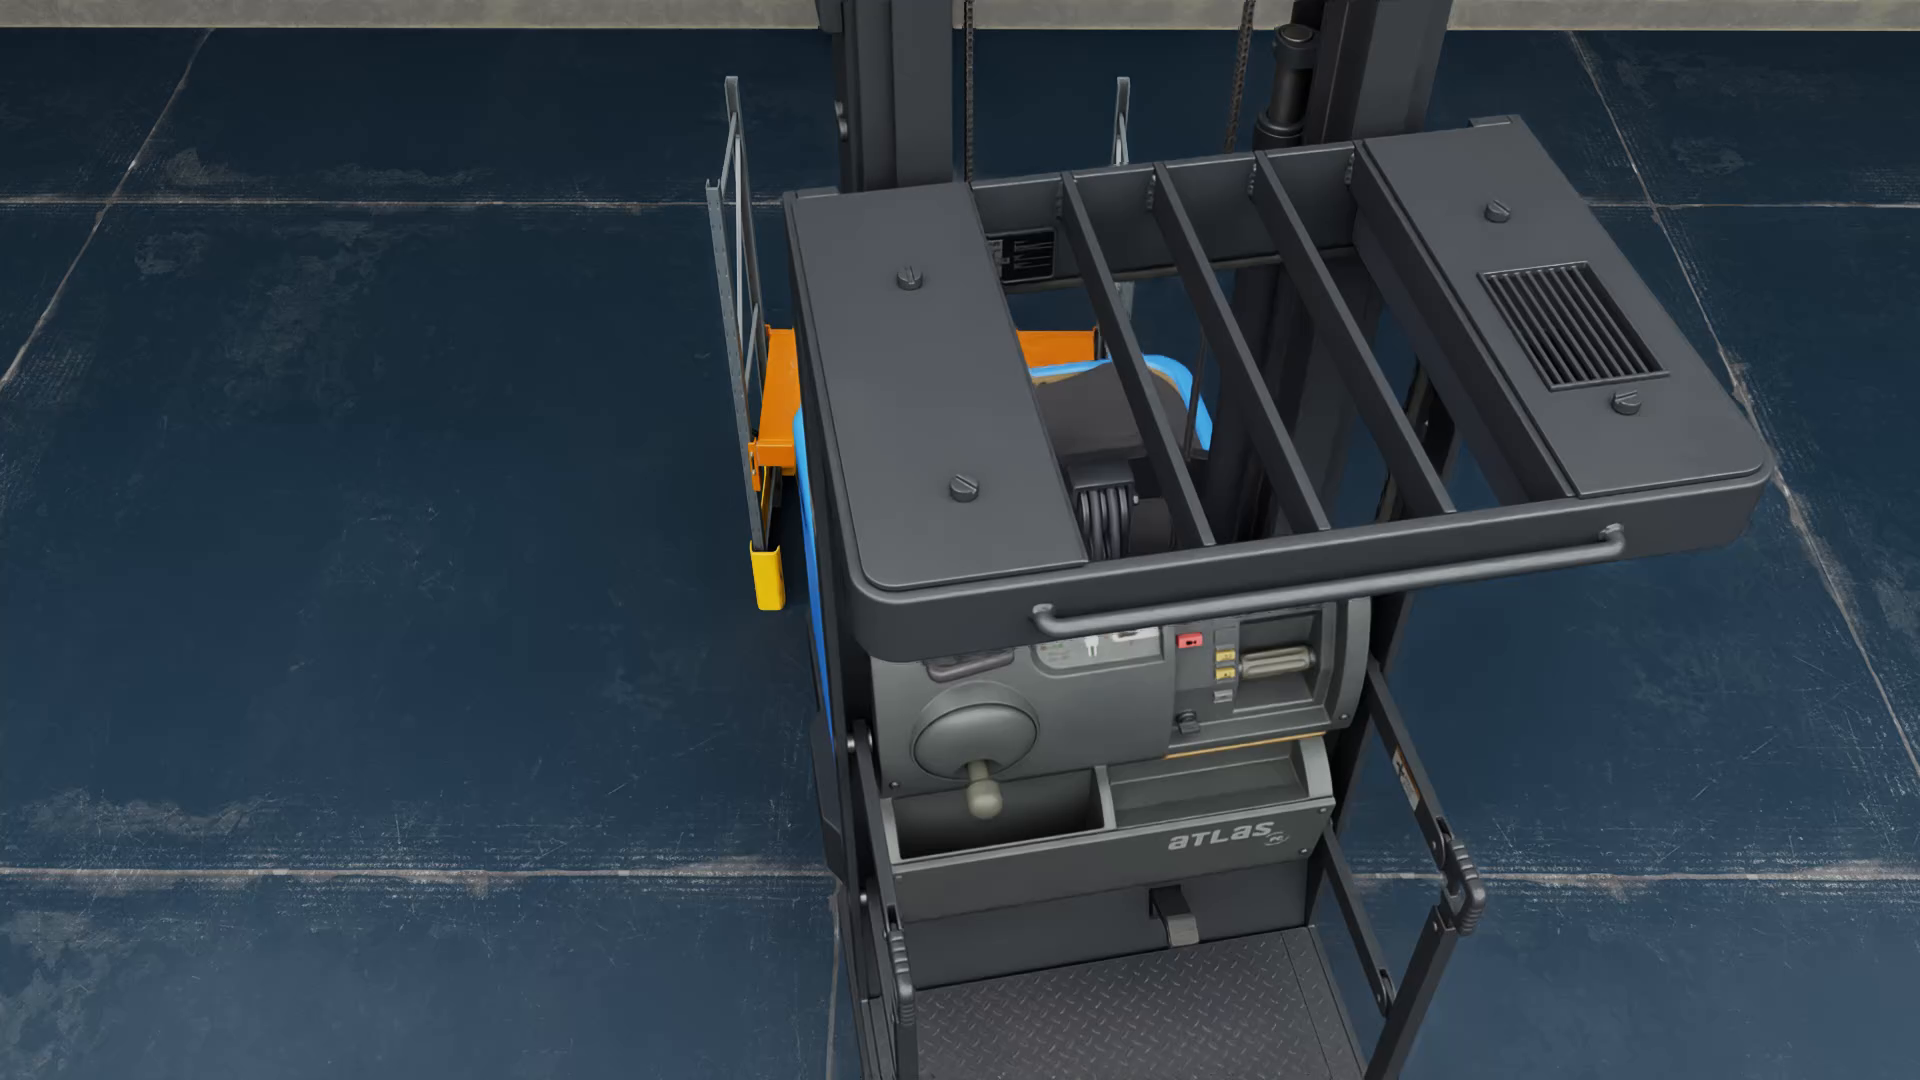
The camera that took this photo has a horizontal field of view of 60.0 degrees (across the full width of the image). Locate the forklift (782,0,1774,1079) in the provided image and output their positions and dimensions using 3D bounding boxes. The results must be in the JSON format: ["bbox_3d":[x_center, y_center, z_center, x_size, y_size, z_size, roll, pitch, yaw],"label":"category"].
[{"bbox_3d":[0.341,0.367,2.906,1.130,2.935,3.031,-8,48,-7],"label":"forklift"}]

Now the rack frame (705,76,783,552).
[{"bbox_3d":[-0.594,-0.513,4.703,0.032,1.500,0.500,0,47,0],"label":"rack frame"}]

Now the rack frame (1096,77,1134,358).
[{"bbox_3d":[0.423,-0.510,4.700,0.032,1.500,0.500,0,47,0],"label":"rack frame"}]

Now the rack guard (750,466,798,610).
[{"bbox_3d":[-0.574,-0.087,5.160,0.087,0.250,0.587,0,47,0],"label":"rack guard"}]

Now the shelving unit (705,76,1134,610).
[{"bbox_3d":[-0.076,-0.511,4.701,1.083,1.500,0.587,0,47,0],"label":"shelving unit"}]

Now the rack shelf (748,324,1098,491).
[{"bbox_3d":[-0.085,-0.389,4.833,1.000,0.185,0.538,0,47,0],"label":"rack shelf"}]
